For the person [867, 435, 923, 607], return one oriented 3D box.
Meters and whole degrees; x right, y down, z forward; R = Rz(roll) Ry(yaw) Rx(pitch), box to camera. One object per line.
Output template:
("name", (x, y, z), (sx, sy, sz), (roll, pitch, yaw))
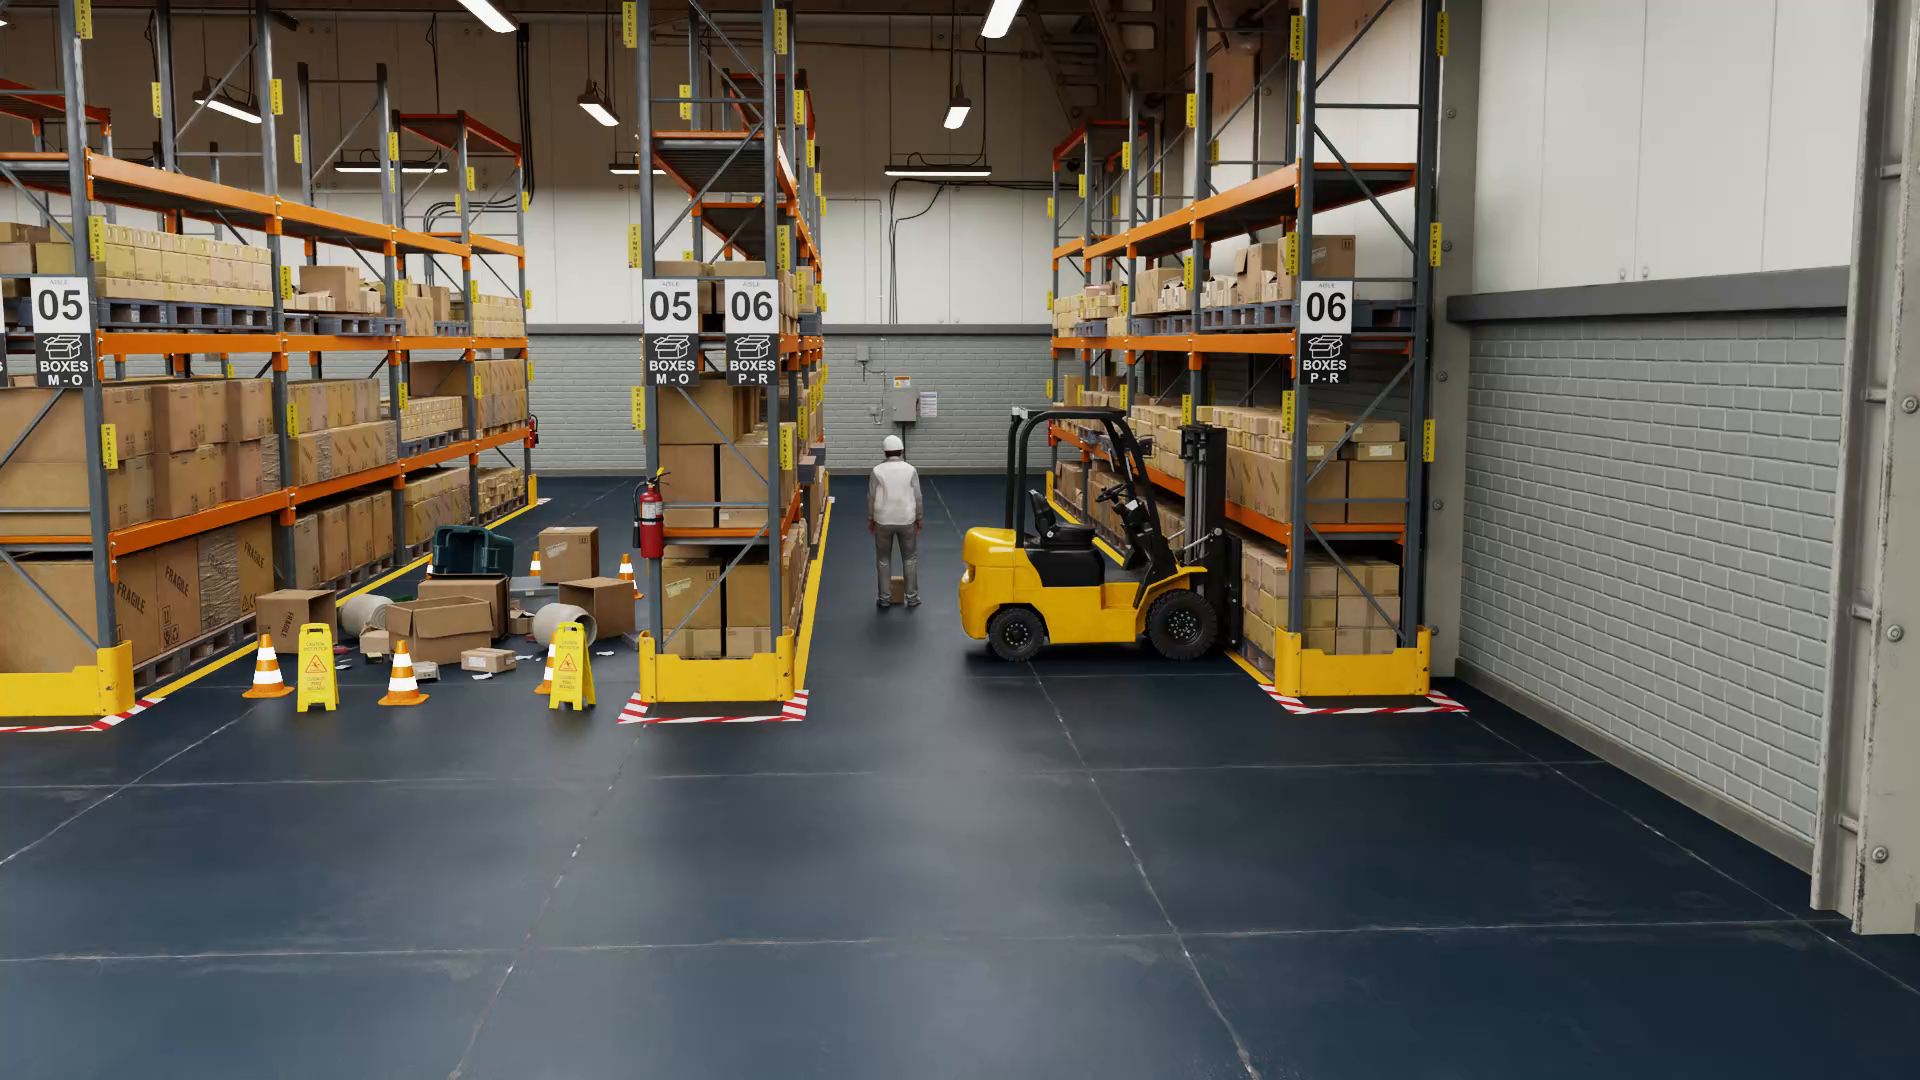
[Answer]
("person", (-0.676, -0.198, 17.301), (0.580, 1.769, 0.461), (-1, 7, -4))
